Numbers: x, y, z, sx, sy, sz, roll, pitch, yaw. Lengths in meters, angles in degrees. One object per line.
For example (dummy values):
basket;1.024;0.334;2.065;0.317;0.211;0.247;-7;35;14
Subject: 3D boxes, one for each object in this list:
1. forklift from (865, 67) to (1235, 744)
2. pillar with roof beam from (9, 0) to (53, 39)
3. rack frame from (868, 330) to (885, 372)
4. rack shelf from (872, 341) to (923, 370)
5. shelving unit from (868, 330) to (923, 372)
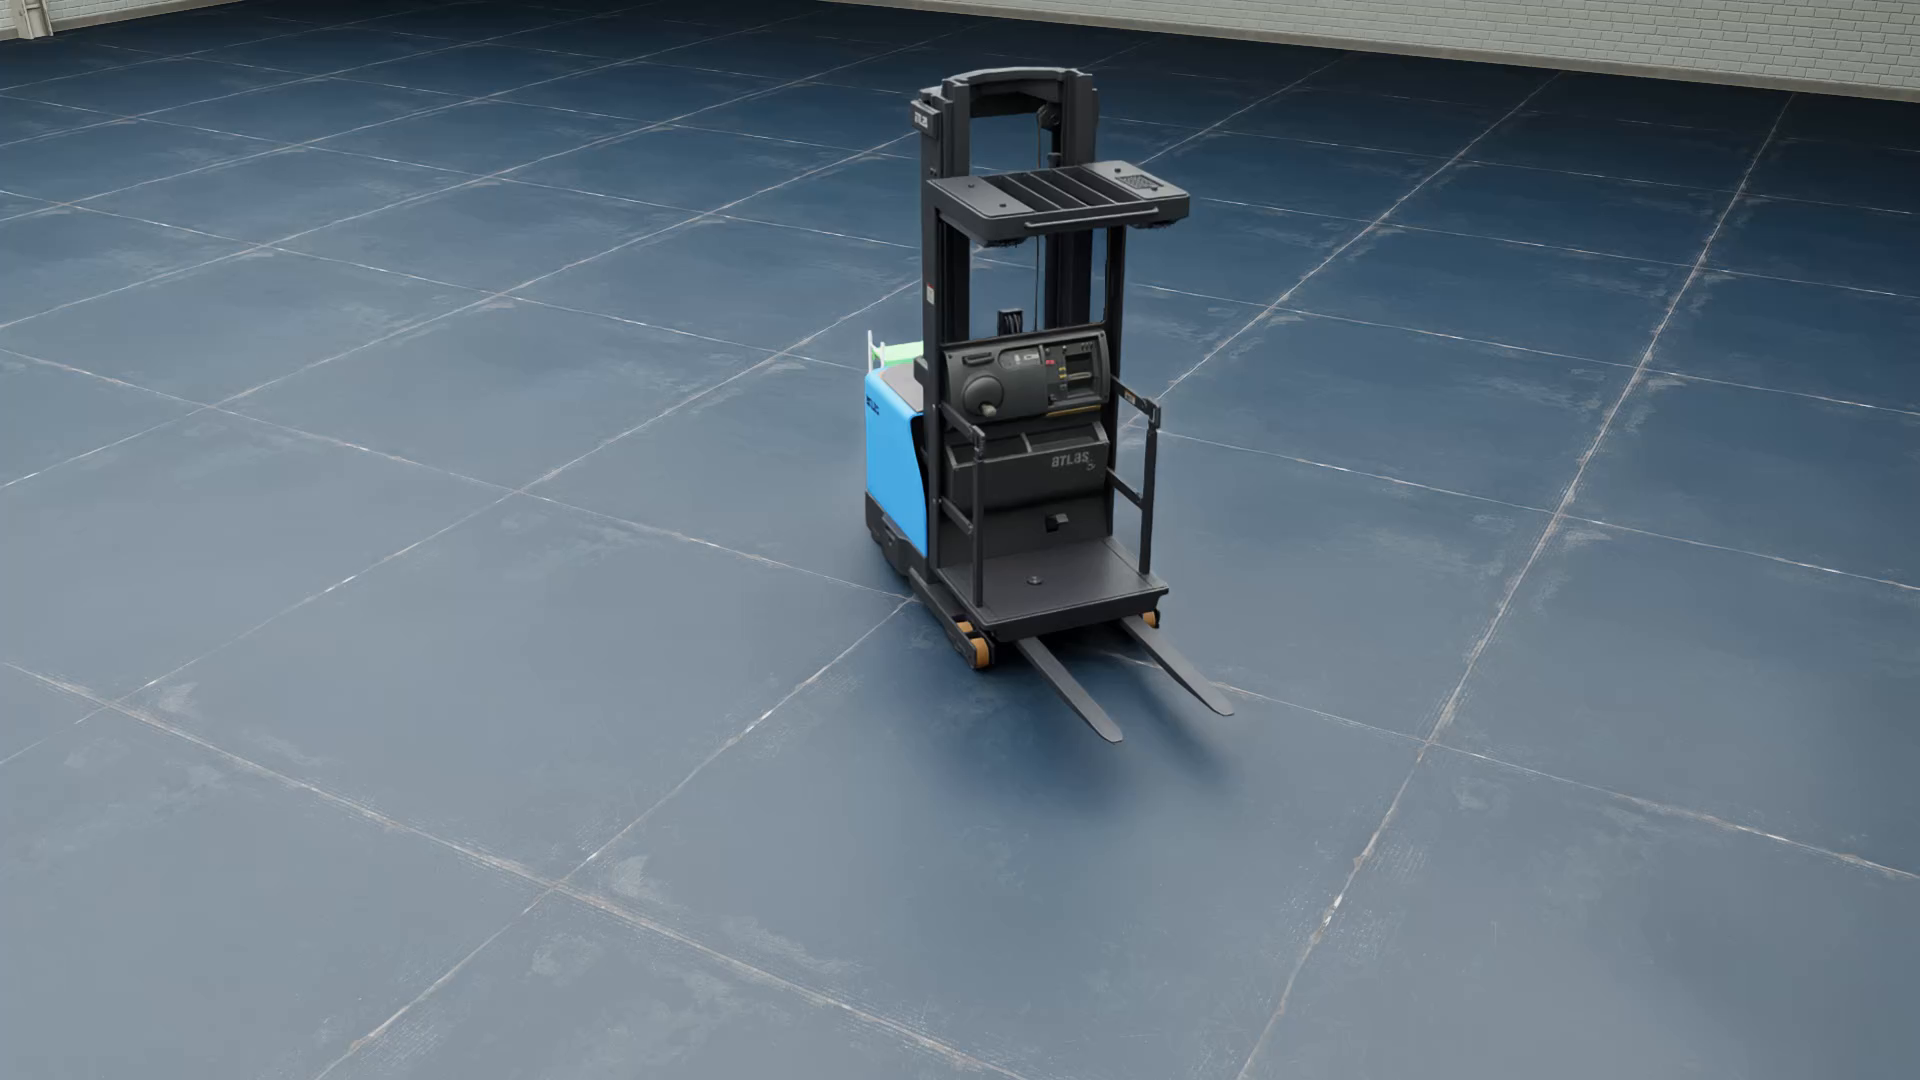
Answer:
forklift;0.449;-0.838;8.650;1.130;2.935;3.031;-10;28;-20
pillar with roof beam;-10.672;-10.935;22.042;9.100;9.000;0.400;14;30;26
rack frame;-0.506;-0.690;10.288;0.015;1.200;0.240;-11;29;-20
rack shelf;-0.281;-1.105;10.186;0.480;0.148;0.258;-11;29;-20
shelving unit;-0.281;-0.732;10.373;0.503;1.200;0.258;-11;29;-20
